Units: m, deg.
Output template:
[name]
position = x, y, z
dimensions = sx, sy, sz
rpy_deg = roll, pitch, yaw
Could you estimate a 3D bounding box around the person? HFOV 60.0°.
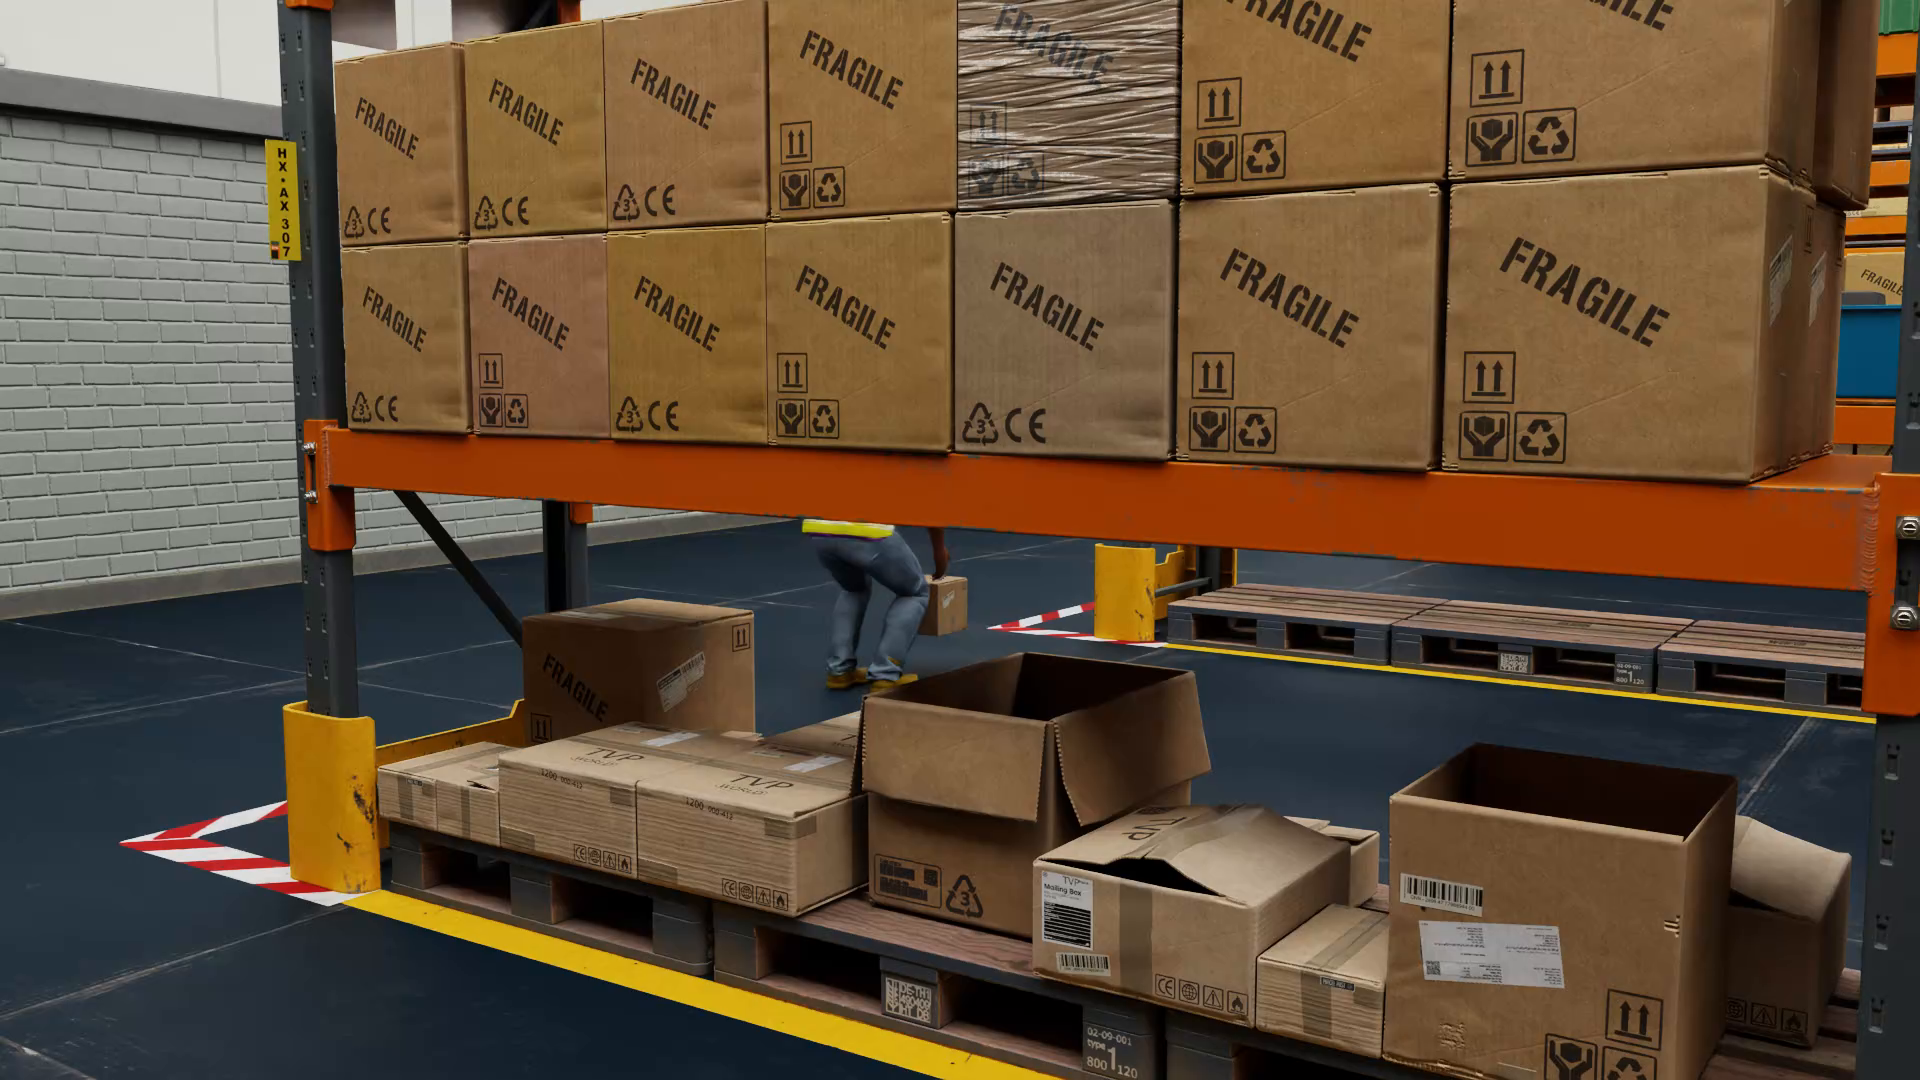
[person]
position = 6.440, 0.339, 4.250
dimensions = 15.757, 1.405, 2.793
rpy_deg = 4, 8, 34
